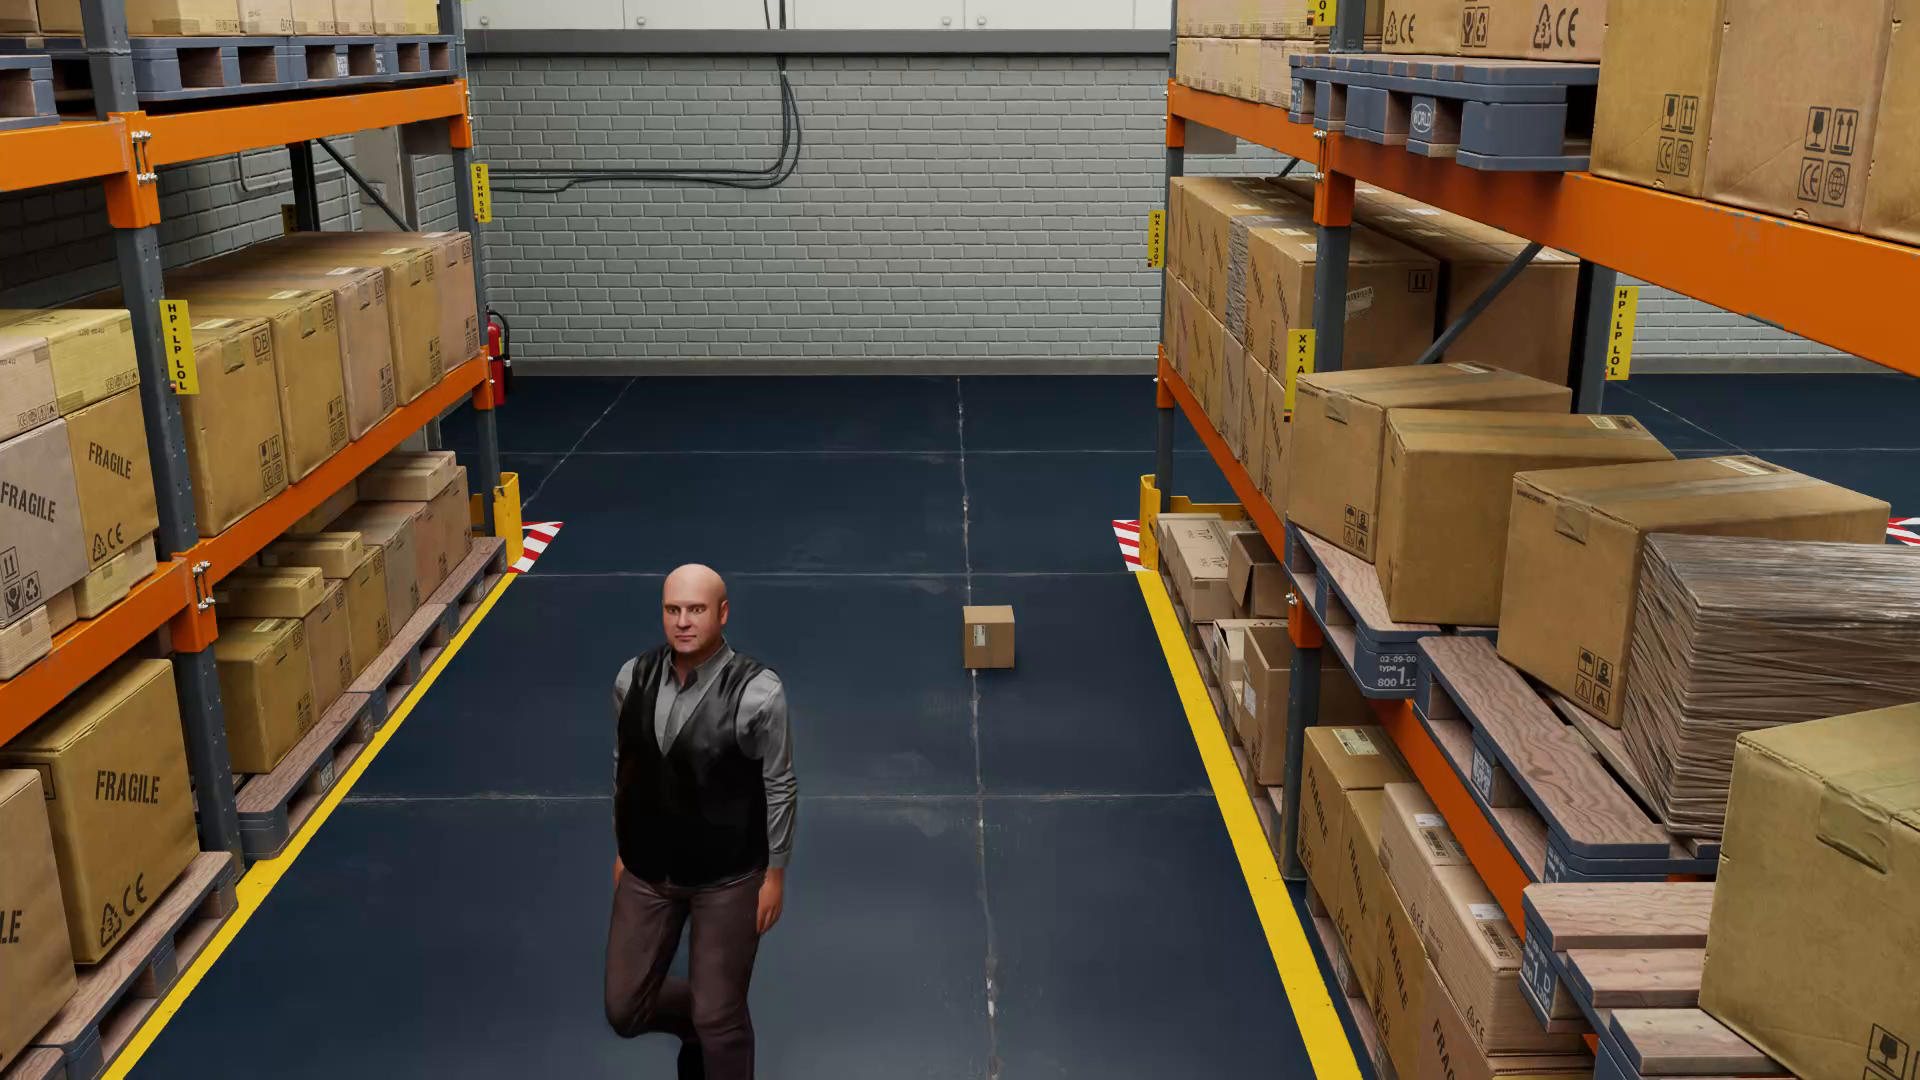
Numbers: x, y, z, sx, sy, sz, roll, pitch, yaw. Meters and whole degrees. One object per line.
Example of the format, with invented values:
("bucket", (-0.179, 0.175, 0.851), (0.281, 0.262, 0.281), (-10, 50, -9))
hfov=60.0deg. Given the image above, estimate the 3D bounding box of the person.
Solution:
("person", (-0.714, 0.897, 4.579), (0.545, 1.706, 0.514), (6, 18, 18))
